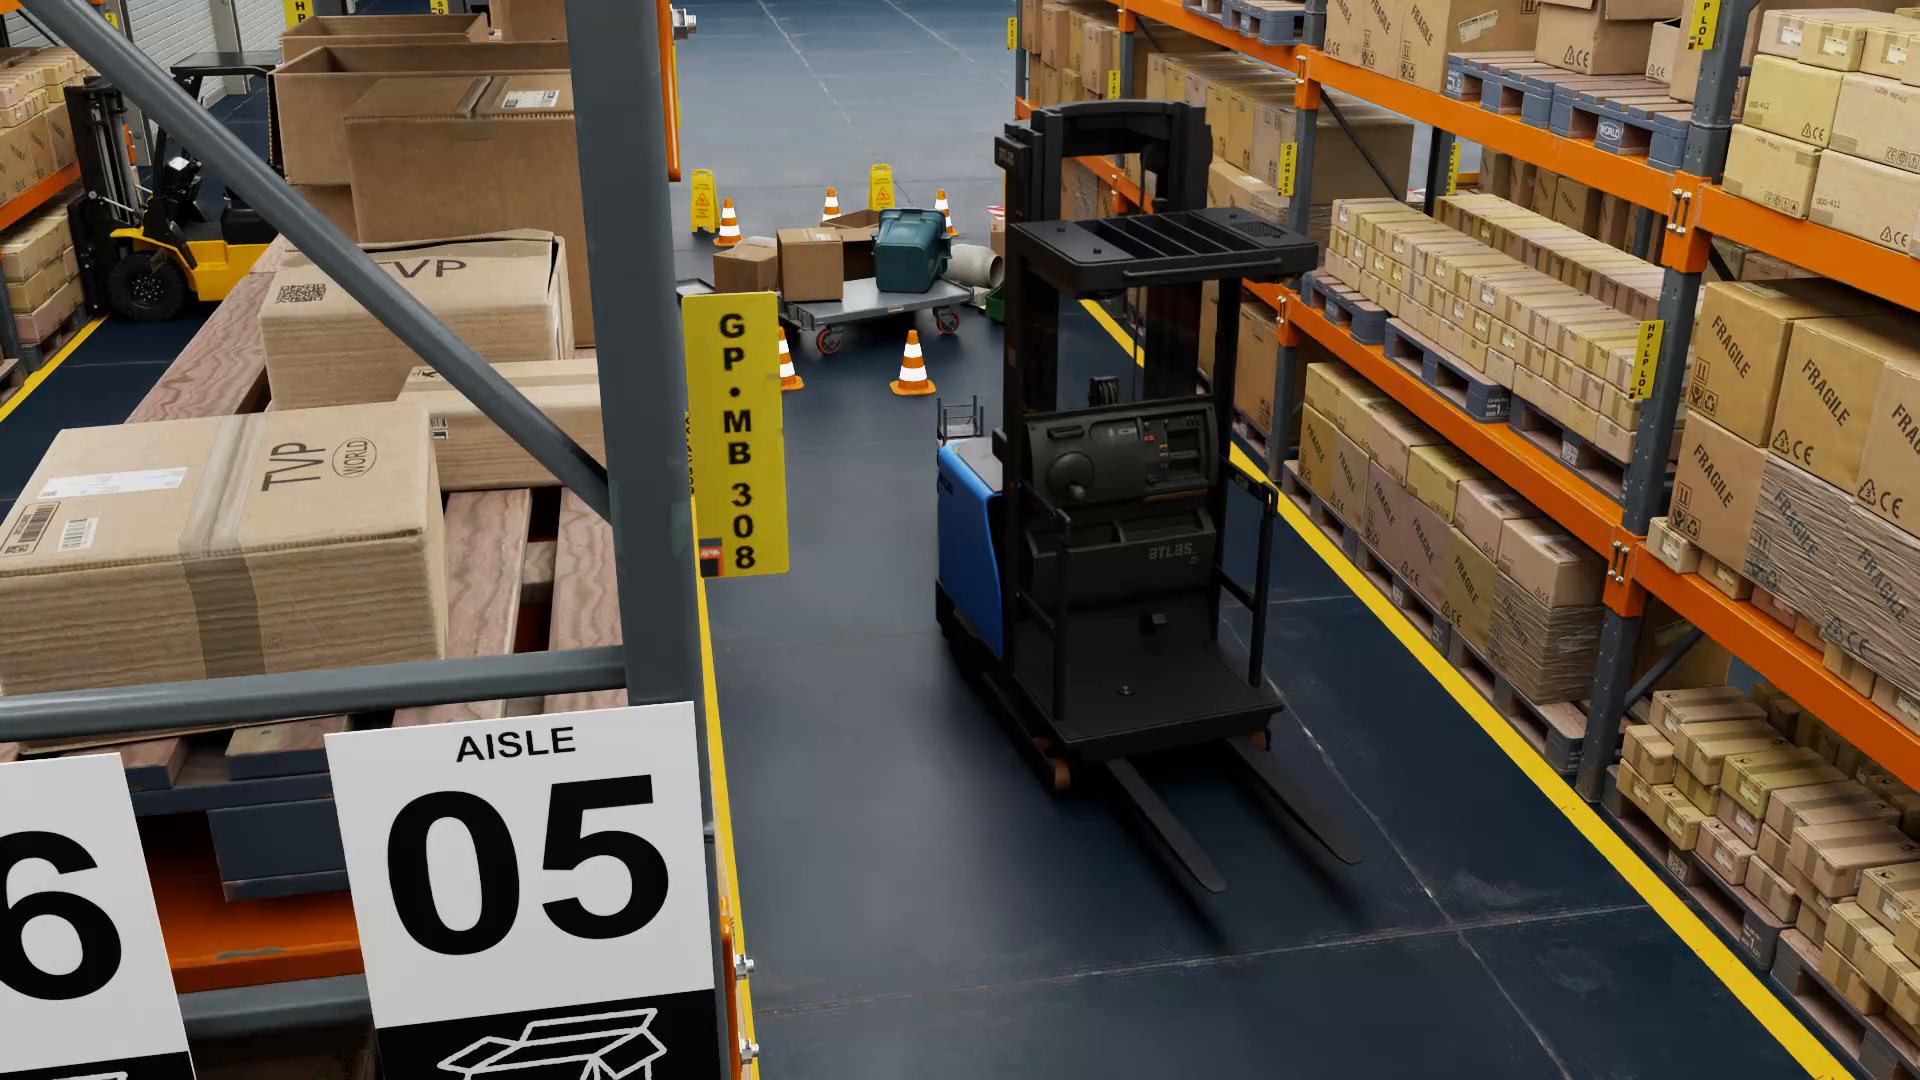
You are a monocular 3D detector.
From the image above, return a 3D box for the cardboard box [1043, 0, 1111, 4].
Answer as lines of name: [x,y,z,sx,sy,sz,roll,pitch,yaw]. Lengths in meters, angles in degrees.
cardboard box: [1.321,-5.164,16.790,0.875,0.550,0.550,-4,24,-10]

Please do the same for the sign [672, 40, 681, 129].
sign: [-0.984,-1.522,5.495,0.100,0.325,0.005,-4,24,-10]

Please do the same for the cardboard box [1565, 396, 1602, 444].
cardboard box: [3.000,-0.560,7.573,0.380,0.149,0.250,-4,24,-9]

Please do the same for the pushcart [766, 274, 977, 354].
pushcart: [-0.777,-1.966,14.280,1.648,0.377,0.936,-13,27,-28]

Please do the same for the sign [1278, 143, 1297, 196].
sign: [2.032,-2.300,10.323,0.100,0.325,0.005,-4,24,-10]

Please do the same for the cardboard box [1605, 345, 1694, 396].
cardboard box: [3.051,-0.732,7.225,0.380,0.149,0.250,-3,24,-7]

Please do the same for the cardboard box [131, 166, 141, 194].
cardboard box: [-8.234,-3.416,15.986,0.500,0.250,0.500,-4,24,-8]

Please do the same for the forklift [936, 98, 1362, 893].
forklift: [0.825,-0.372,7.439,1.130,2.935,3.031,-8,25,-17]

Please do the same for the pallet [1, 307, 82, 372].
pallet: [-7.992,-1.649,13.761,1.003,0.211,1.213,-4,24,-10]

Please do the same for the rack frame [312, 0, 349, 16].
rack frame: [-1.529,-2.582,4.918,1.000,3.000,0.127,-4,24,-10]

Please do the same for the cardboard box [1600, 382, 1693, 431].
cardboard box: [3.049,-0.594,7.281,0.380,0.149,0.250,-4,24,-8]

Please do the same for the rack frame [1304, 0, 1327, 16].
rack frame: [2.577,-4.561,9.451,1.000,3.000,0.127,-4,24,-10]

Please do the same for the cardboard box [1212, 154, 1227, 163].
cardboard box: [1.948,-2.609,12.352,0.500,0.500,0.500,-4,24,-9]

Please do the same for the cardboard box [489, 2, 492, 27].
cardboard box: [-2.579,-3.426,10.469,0.797,0.503,0.637,-4,24,-10]

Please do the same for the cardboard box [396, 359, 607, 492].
cardboard box: [-0.765,-0.202,2.882,0.380,0.149,0.250,-3,24,-8]

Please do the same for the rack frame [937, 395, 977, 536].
rack frame: [-0.017,-0.449,10.154,0.240,0.900,0.006,-4,24,-10]

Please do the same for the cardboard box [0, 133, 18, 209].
cardboard box: [-7.711,-2.850,12.903,0.500,0.500,0.500,-5,24,-11]

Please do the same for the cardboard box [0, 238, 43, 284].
cardboard box: [-7.667,-2.215,13.235,0.500,0.250,0.500,-5,24,-11]

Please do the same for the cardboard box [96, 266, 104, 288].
cardboard box: [-7.944,-2.358,14.813,0.500,0.250,0.500,-4,24,-8]

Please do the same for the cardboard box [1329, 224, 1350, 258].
cardboard box: [2.469,-1.821,10.089,0.380,0.149,0.250,-3,24,-7]

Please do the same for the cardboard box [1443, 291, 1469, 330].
cardboard box: [2.763,-1.208,8.687,0.380,0.149,0.250,-3,24,-8]

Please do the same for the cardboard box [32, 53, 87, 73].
cardboard box: [-8.201,-4.342,15.138,0.380,0.149,0.250,-4,24,-9]

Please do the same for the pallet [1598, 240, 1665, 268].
pallet: [6.572,-2.696,16.160,1.003,0.211,1.213,-4,24,-10]

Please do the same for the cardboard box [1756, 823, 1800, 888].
cardboard box: [3.332,1.198,6.426,0.380,0.149,0.250,-6,24,-12]

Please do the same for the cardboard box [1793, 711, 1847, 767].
cardboard box: [3.725,0.821,6.917,0.380,0.149,0.250,-4,24,-9]

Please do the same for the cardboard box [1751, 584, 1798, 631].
cardboard box: [3.269,0.209,6.337,0.380,0.149,0.250,-5,24,-12]

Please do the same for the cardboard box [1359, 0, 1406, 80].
cardboard box: [2.521,-2.792,9.023,0.500,0.500,0.500,-4,24,-10]

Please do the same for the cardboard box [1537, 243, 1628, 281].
cardboard box: [3.355,-1.494,8.970,0.380,0.149,0.250,-3,24,-7]

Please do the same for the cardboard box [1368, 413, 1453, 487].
cardboard box: [2.640,-0.519,9.351,0.500,0.250,0.500,-4,24,-9]

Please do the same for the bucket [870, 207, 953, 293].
bucket: [-0.453,-2.465,14.337,0.726,0.611,0.620,4,34,9]

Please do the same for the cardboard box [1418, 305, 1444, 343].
cardboard box: [2.709,-1.177,8.987,0.380,0.149,0.250,-4,24,-9]

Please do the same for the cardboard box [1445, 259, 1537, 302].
cardboard box: [2.759,-1.351,8.641,0.380,0.149,0.250,-5,24,-10]

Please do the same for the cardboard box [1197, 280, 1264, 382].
cardboard box: [2.388,-1.563,12.368,1.050,0.750,0.750,-4,24,-9]

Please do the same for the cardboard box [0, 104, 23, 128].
cardboard box: [-7.784,-3.403,13.359,0.380,0.149,0.250,-4,24,-9]

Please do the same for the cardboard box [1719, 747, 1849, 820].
cardboard box: [3.265,0.962,6.594,0.380,0.149,0.250,-5,24,-10]

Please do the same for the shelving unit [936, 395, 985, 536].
shelving unit: [0.001,-0.409,10.063,0.258,0.900,0.210,-4,24,-10]

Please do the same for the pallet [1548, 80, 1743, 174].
pallet: [3.308,-1.778,7.060,1.213,0.211,1.003,-4,24,-10]

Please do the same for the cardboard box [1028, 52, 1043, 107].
cardboard box: [1.211,-4.885,17.500,0.875,0.550,0.550,-4,24,-10]

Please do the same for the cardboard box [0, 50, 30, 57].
cardboard box: [-8.786,-4.406,15.284,0.380,0.149,0.250,-3,24,-8]

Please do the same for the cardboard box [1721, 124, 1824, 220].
cardboard box: [3.143,-1.343,6.017,0.500,0.250,0.500,-3,24,-7]

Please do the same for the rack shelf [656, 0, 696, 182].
rack shelf: [-1.159,-1.282,3.341,1.077,0.370,4.000,-4,24,-10]

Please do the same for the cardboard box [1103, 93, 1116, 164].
cardboard box: [1.758,-3.598,14.554,0.875,0.550,0.550,-4,24,-10]

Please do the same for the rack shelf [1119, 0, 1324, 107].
rack shelf: [2.207,-3.644,11.996,1.077,0.370,4.000,-4,24,-10]

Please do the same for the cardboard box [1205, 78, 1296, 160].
cardboard box: [2.217,-3.095,12.214,0.700,0.500,0.500,-5,24,-10]

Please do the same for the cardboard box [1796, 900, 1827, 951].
cardboard box: [3.395,1.440,6.242,0.380,0.149,0.250,-5,24,-12]

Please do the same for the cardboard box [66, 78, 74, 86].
cardboard box: [-8.091,-4.007,14.741,0.380,0.149,0.250,-5,24,-11]

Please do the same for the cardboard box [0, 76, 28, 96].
cardboard box: [-7.969,-3.738,13.754,0.380,0.149,0.250,-4,24,-10]

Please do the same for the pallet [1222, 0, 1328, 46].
pallet: [2.406,-3.350,10.660,1.213,0.211,1.003,-3,24,-7]

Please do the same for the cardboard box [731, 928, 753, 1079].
cardboard box: [-0.598,1.027,2.777,0.500,0.500,0.500,-5,24,-11]

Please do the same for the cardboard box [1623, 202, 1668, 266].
cardboard box: [6.696,-2.920,15.787,0.500,0.500,0.500,-5,24,-11]

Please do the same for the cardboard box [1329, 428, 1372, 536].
cardboard box: [2.554,-0.364,9.935,0.500,0.500,0.500,-4,24,-9]

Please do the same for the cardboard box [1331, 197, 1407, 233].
cardboard box: [2.473,-1.964,10.046,0.380,0.149,0.250,-4,24,-10]

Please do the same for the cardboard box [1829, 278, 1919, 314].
cardboard box: [3.670,-0.714,6.392,0.500,0.500,0.500,-5,24,-12]

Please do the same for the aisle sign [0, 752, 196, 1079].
aisle sign: [-1.081,0.601,1.879,0.394,0.787,0.004,-4,24,-10]

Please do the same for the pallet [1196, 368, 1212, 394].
pallet: [2.283,-1.329,13.029,1.003,0.211,1.213,-4,24,-10]
